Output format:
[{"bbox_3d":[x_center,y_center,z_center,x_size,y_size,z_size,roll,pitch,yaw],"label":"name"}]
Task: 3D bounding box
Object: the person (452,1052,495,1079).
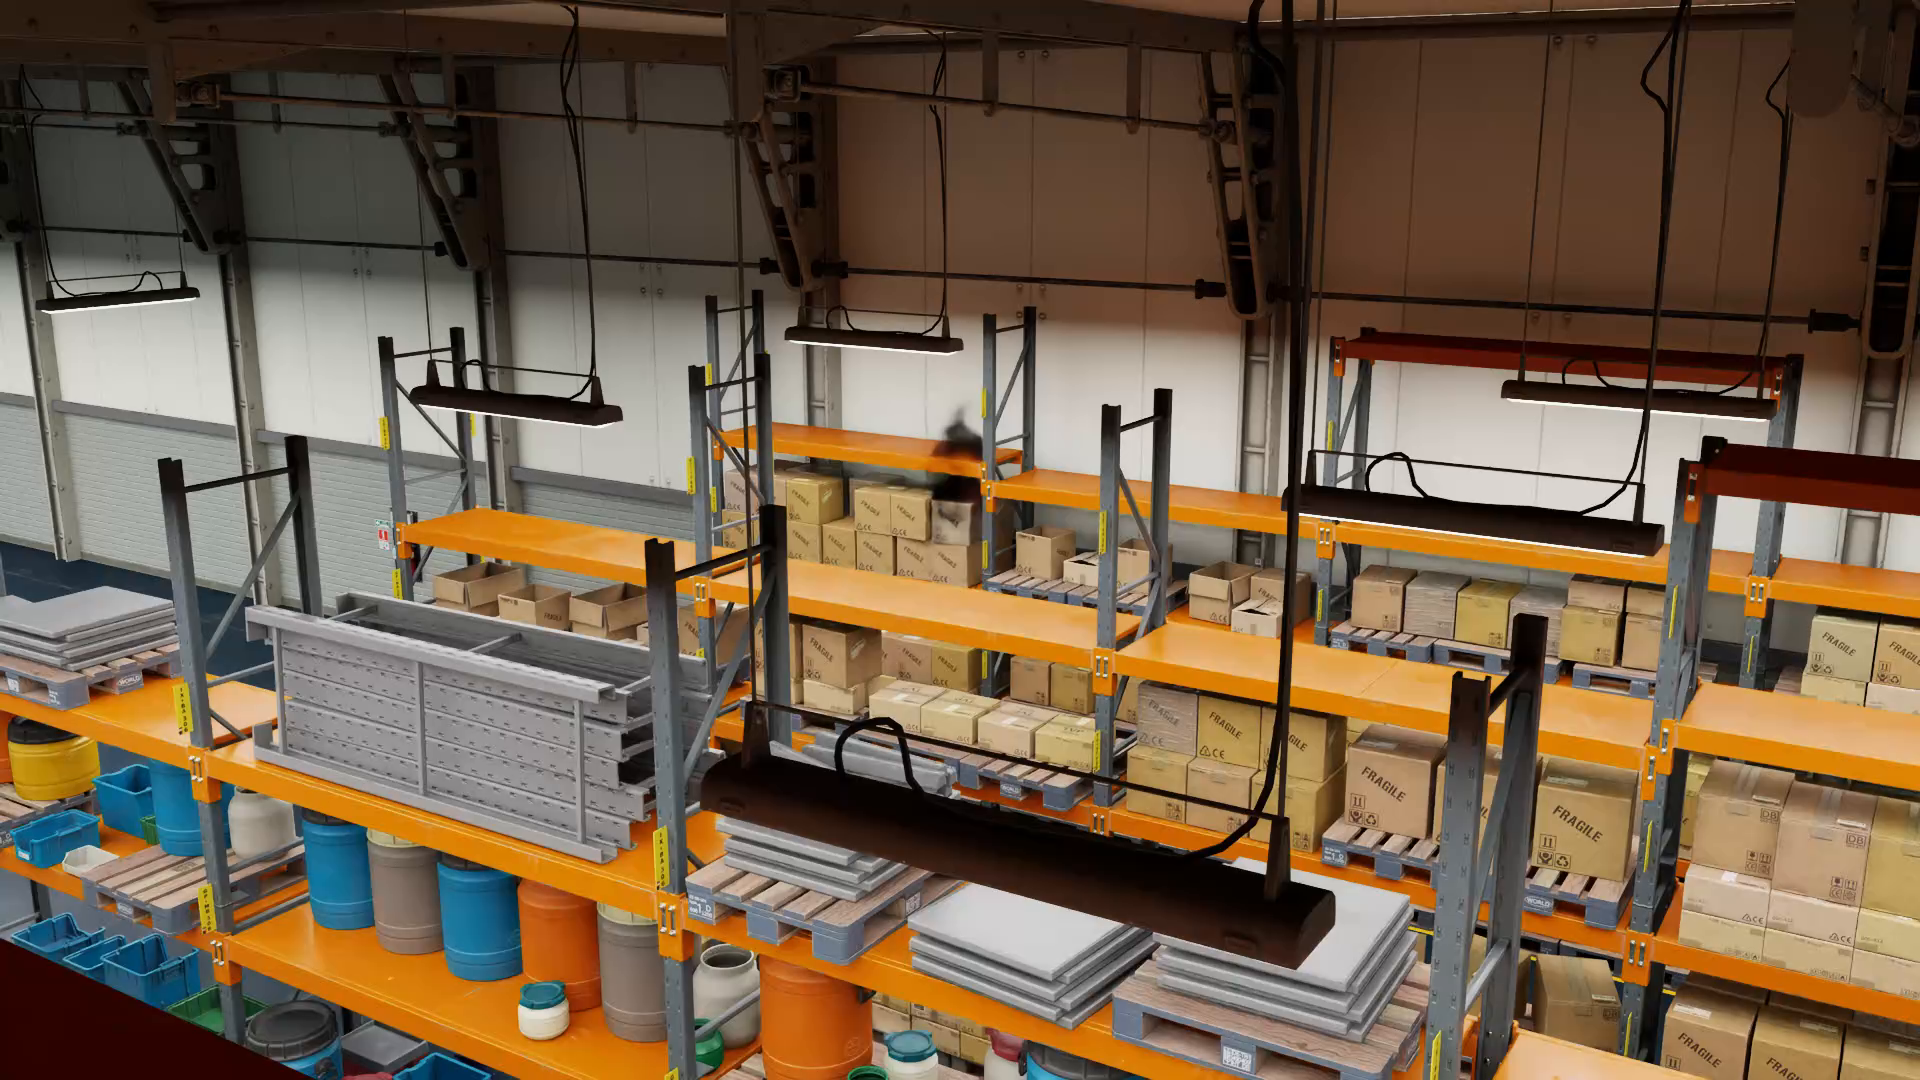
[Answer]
[{"bbox_3d":[-4.017,4.036,13.614,0.746,1.706,0.573,7,16,27],"label":"person"}]
